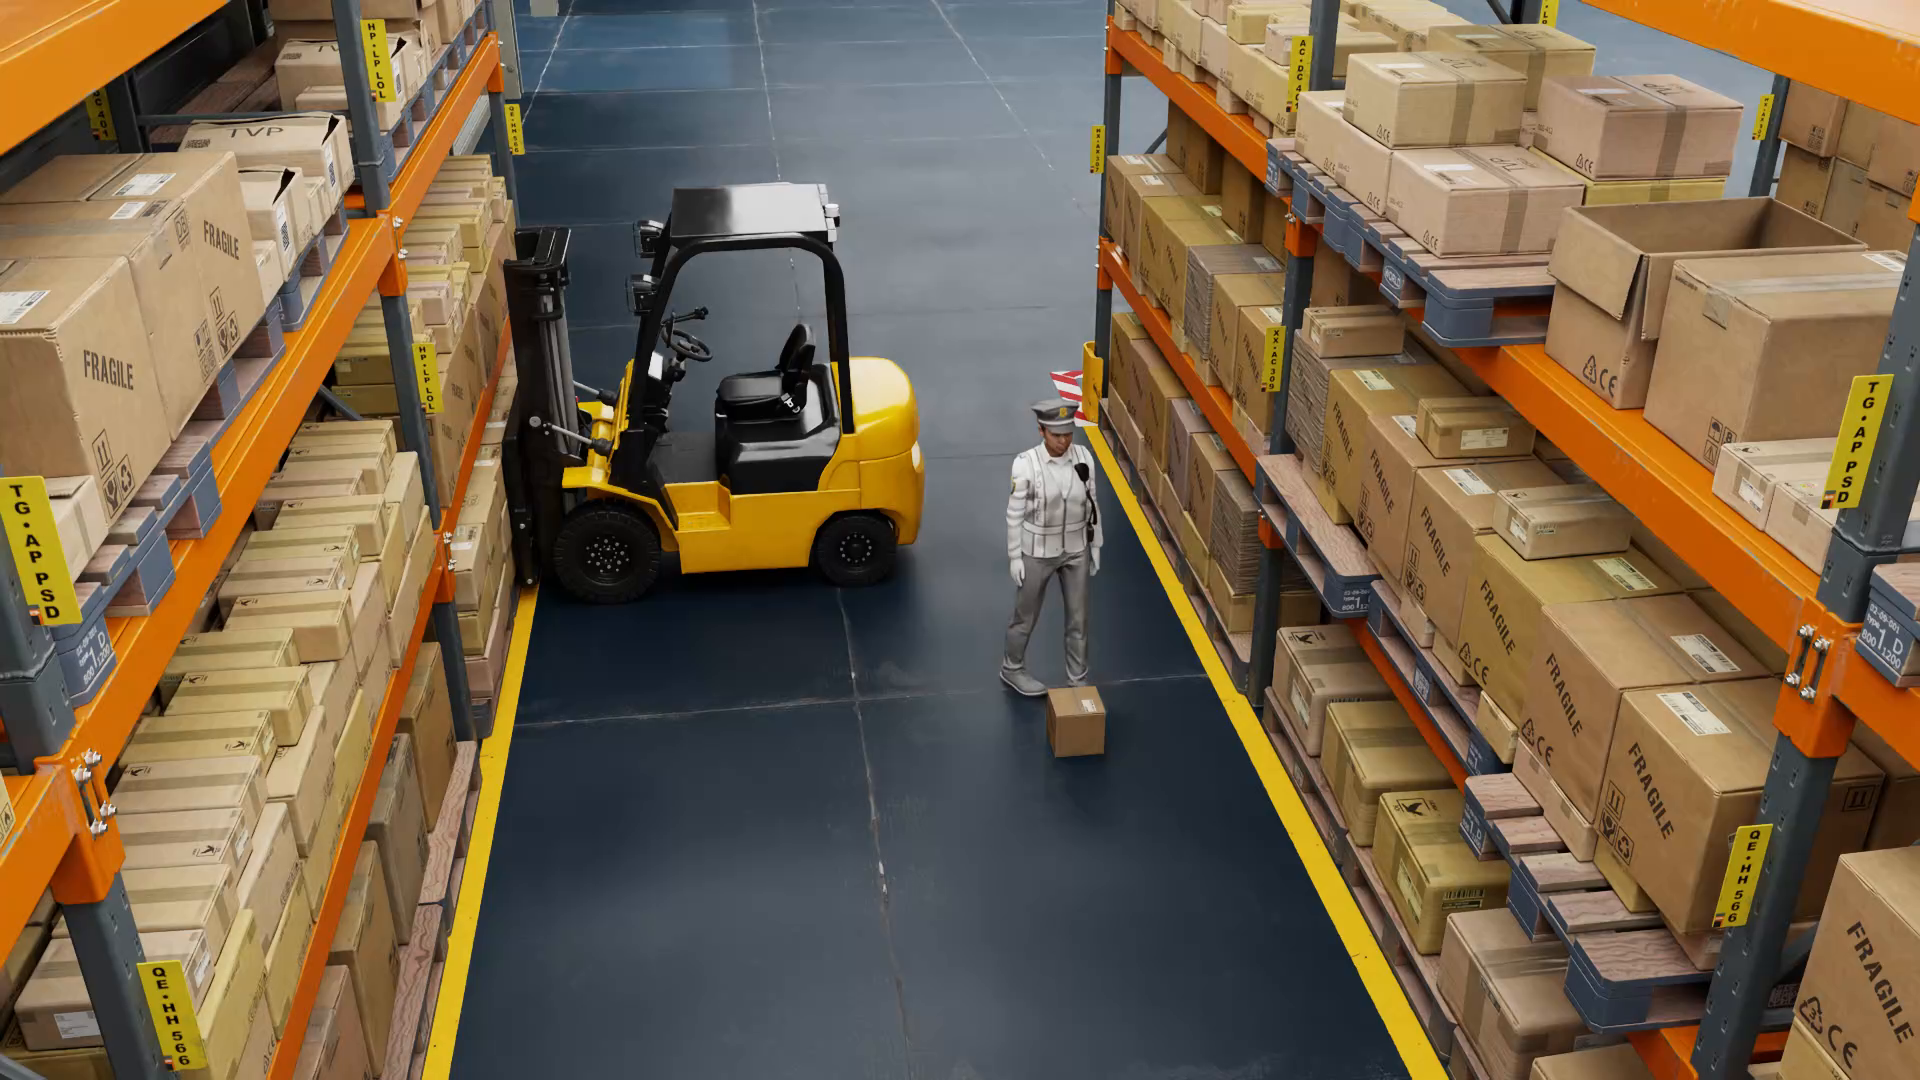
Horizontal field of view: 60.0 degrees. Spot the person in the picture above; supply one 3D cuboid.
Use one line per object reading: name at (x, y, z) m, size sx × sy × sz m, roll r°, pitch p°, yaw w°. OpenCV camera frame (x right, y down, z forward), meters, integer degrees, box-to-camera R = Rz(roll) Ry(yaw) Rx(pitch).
person at (0.509, 0.086, 8.434) m, size 0.507 × 1.691 × 0.528 m, roll -8°, pitch 28°, yaw -16°
